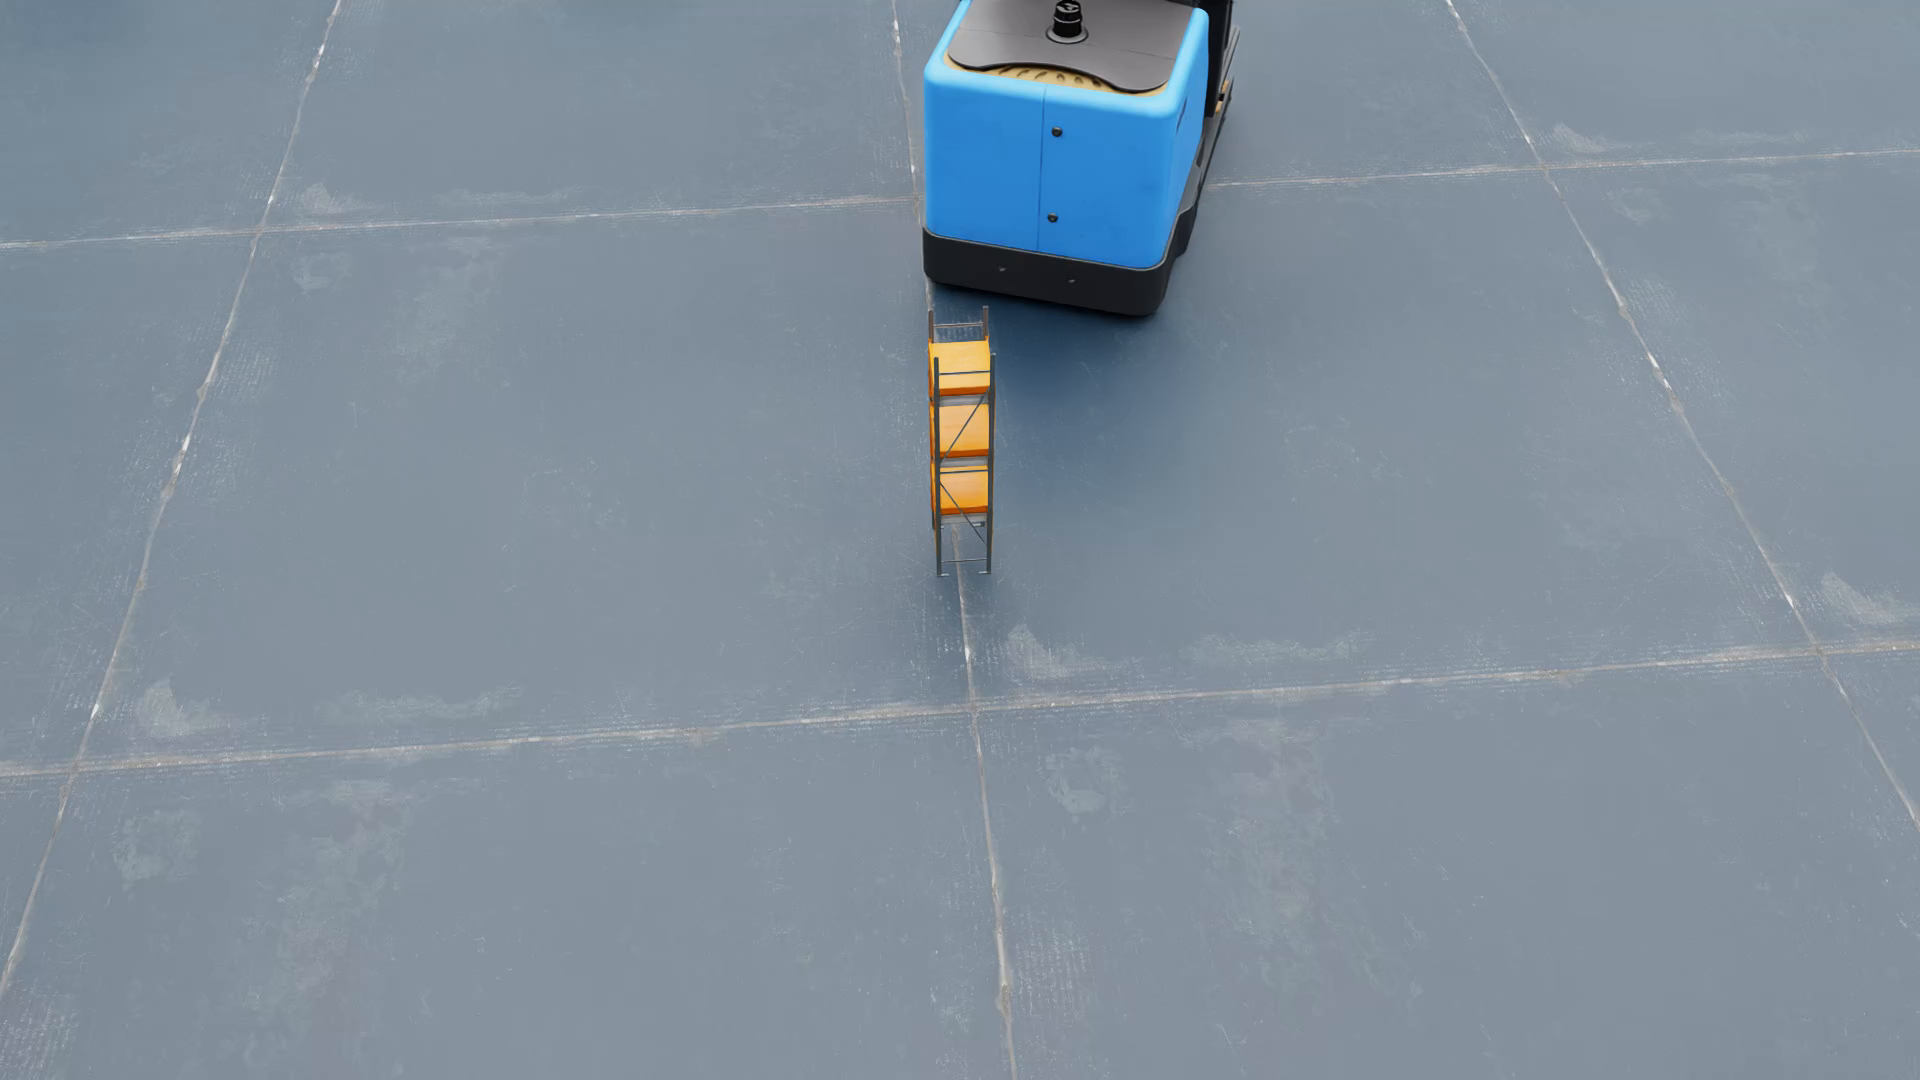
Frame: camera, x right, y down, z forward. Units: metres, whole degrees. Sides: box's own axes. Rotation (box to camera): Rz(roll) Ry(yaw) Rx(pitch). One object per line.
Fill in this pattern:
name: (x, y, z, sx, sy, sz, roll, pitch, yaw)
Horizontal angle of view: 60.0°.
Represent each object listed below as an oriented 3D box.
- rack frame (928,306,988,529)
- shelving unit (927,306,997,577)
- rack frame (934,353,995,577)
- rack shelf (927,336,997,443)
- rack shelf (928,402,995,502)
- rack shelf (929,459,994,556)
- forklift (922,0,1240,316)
rack frame: (-0.006, -0.411, 5.916, 0.200, 1.050, 0.008, -3, 47, -3)
shelving unit: (0.004, -0.322, 5.832, 0.215, 1.050, 0.252, -3, 47, -3)
rack frame: (0.015, -0.234, 5.749, 0.200, 1.050, 0.008, -3, 47, -3)
rack shelf: (0.004, -0.510, 5.634, 0.215, 0.259, 0.240, -3, 47, -3)
rack shelf: (0.004, -0.315, 5.840, 0.215, 0.259, 0.240, -3, 47, -3)
rack shelf: (0.004, -0.124, 6.042, 0.215, 0.259, 0.240, -3, 47, -3)
forklift: (0.725, -3.051, 7.121, 1.130, 2.935, 3.031, 11, 48, 11)
